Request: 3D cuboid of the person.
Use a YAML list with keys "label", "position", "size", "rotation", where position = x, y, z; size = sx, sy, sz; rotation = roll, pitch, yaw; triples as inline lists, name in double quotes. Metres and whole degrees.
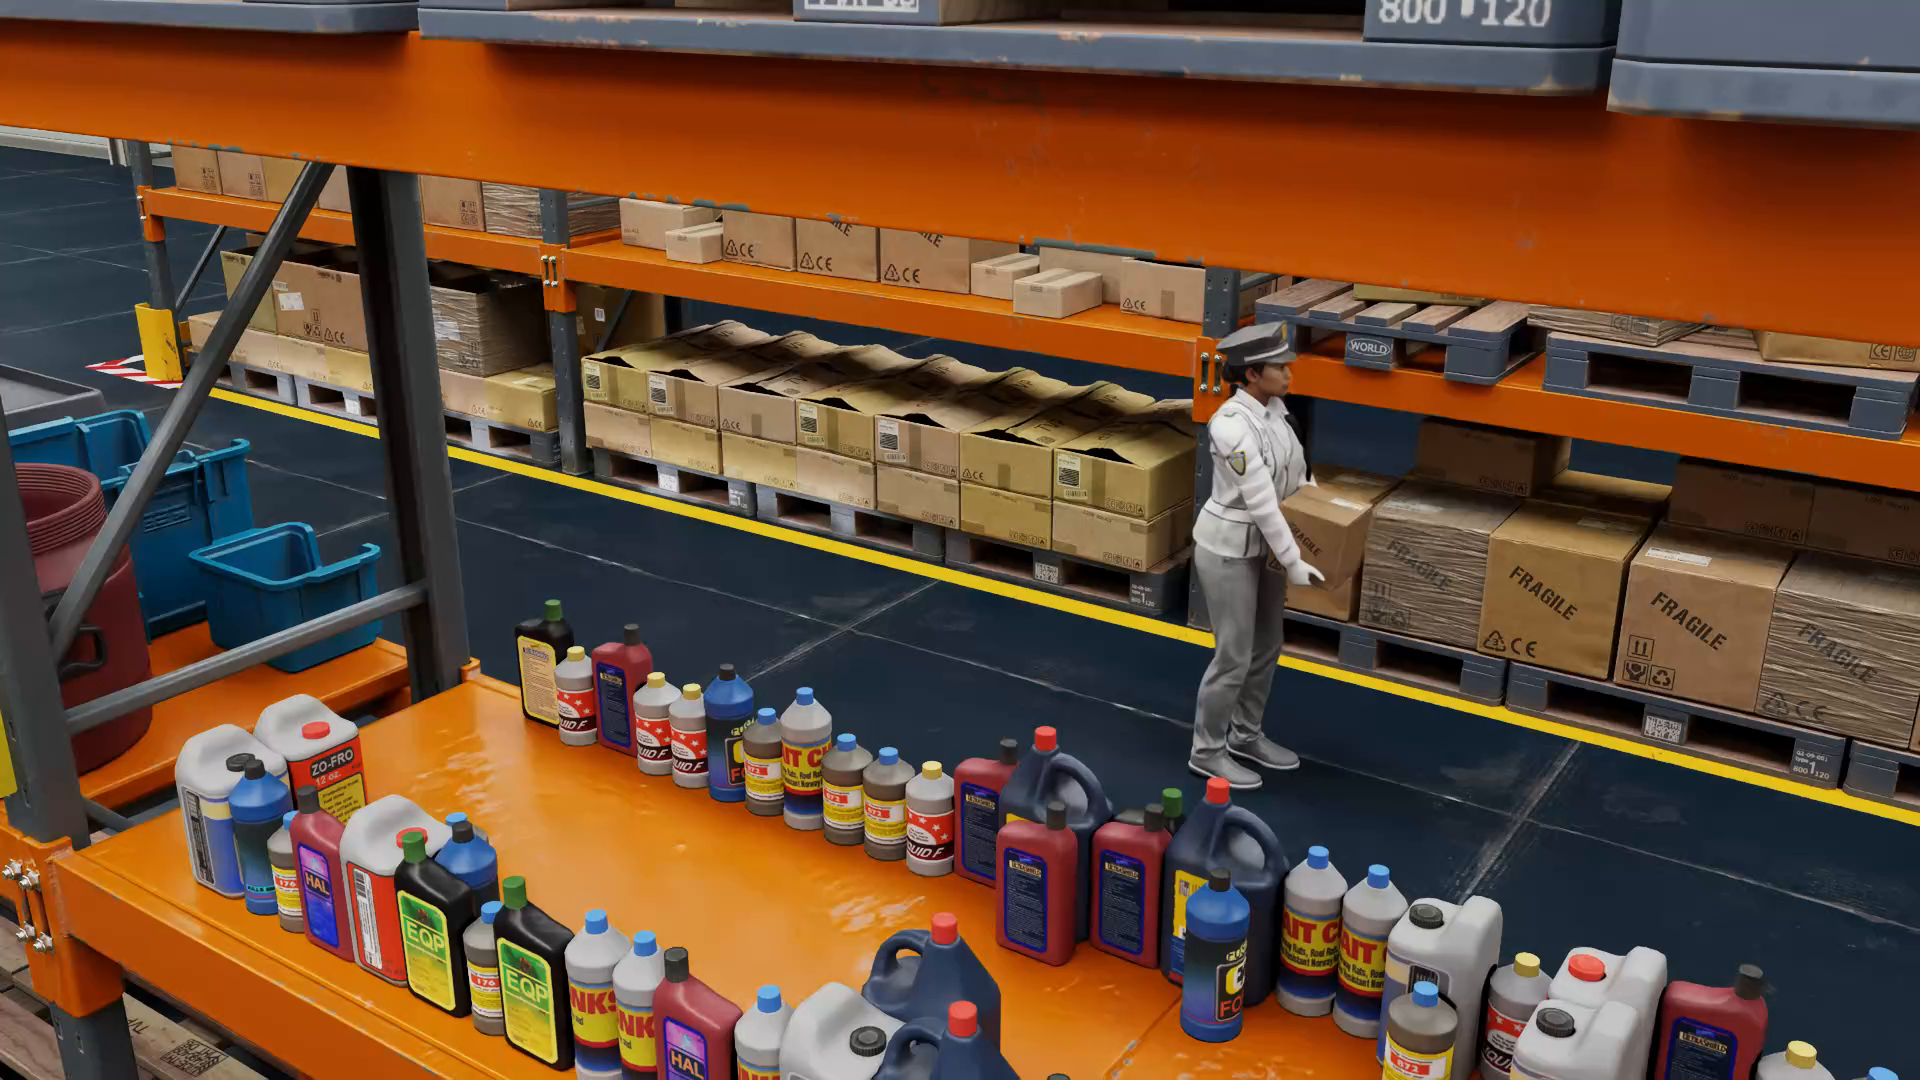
- label: "person"
  position: [1.071, 0.050, 5.888]
  size: [0.517, 1.692, 0.482]
  rotation: [13, 24, 32]
